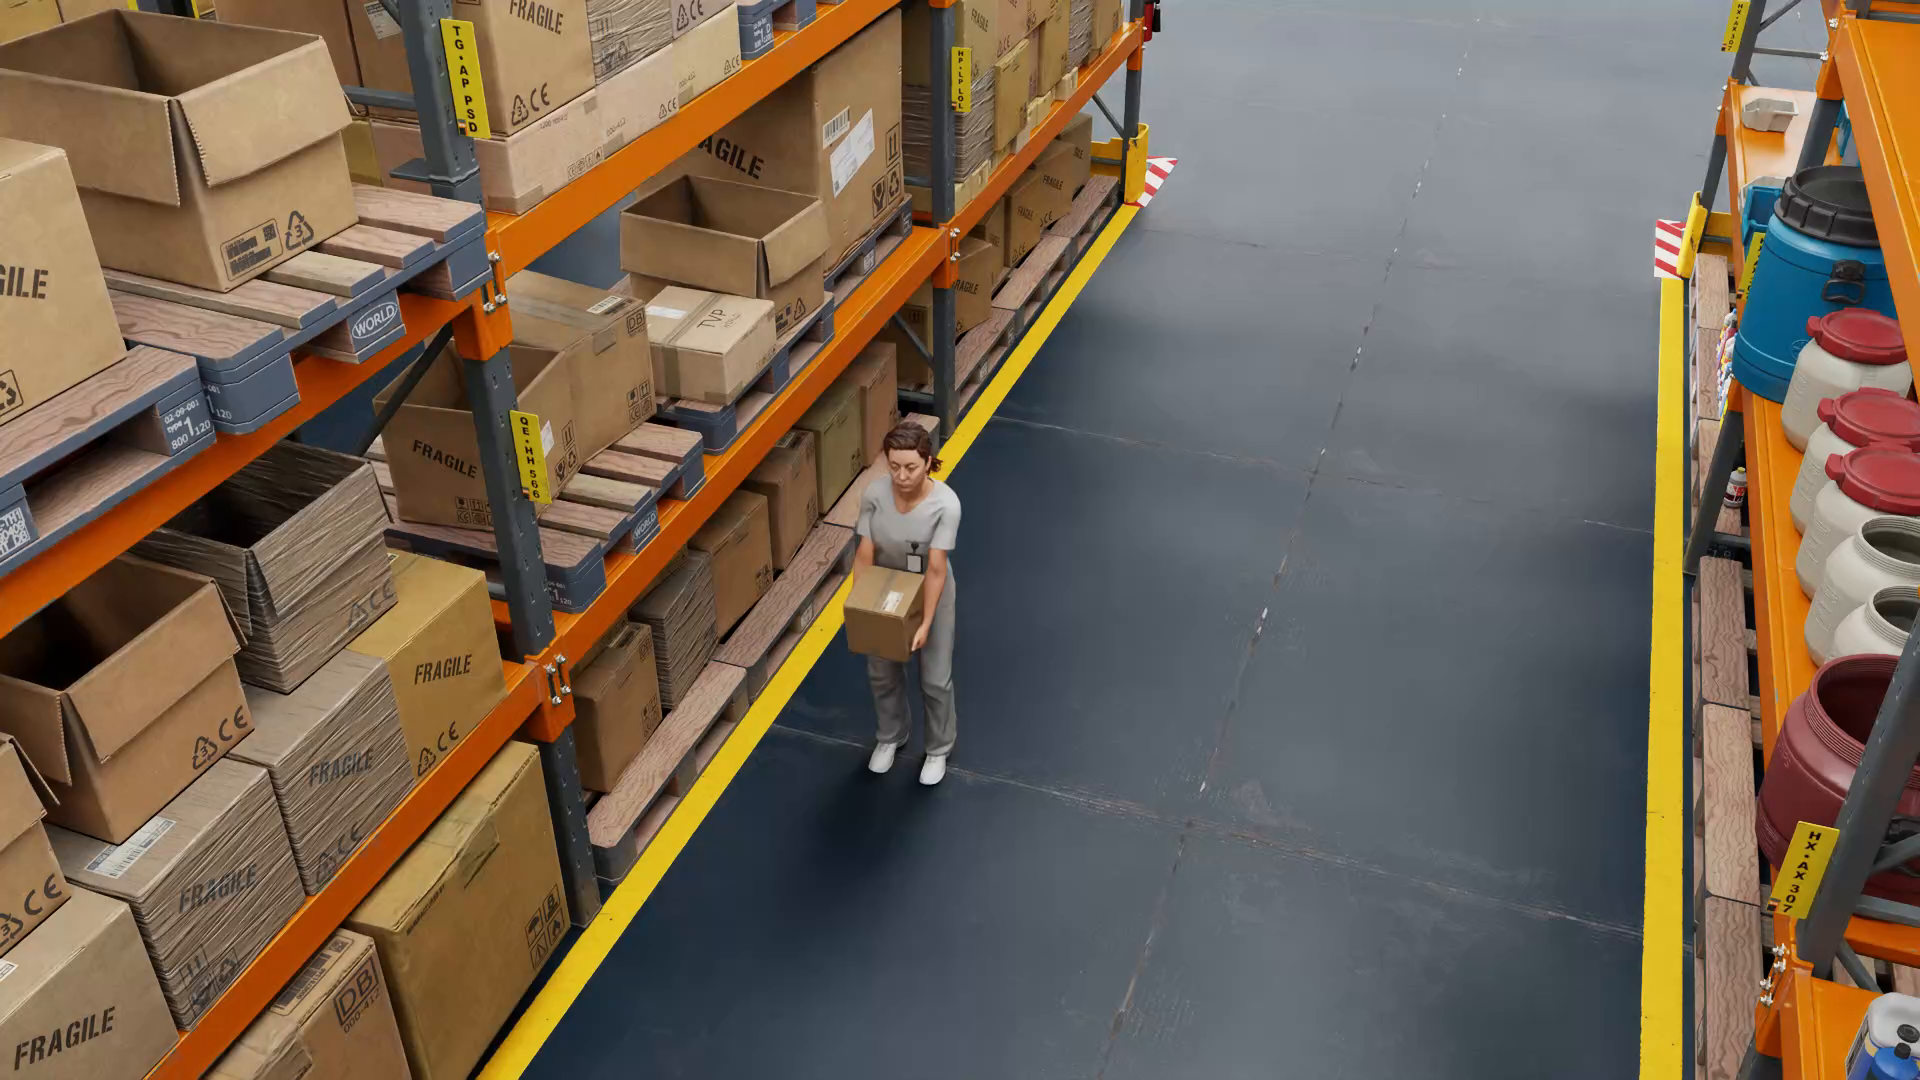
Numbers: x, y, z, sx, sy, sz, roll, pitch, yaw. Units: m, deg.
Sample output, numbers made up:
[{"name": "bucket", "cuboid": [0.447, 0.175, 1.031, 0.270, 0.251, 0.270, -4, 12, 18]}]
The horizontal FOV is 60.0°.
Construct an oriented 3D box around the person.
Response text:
[{"name": "person", "cuboid": [-0.213, 0.288, 6.734, 0.436, 1.642, 0.550, 12, 35, 17]}]
